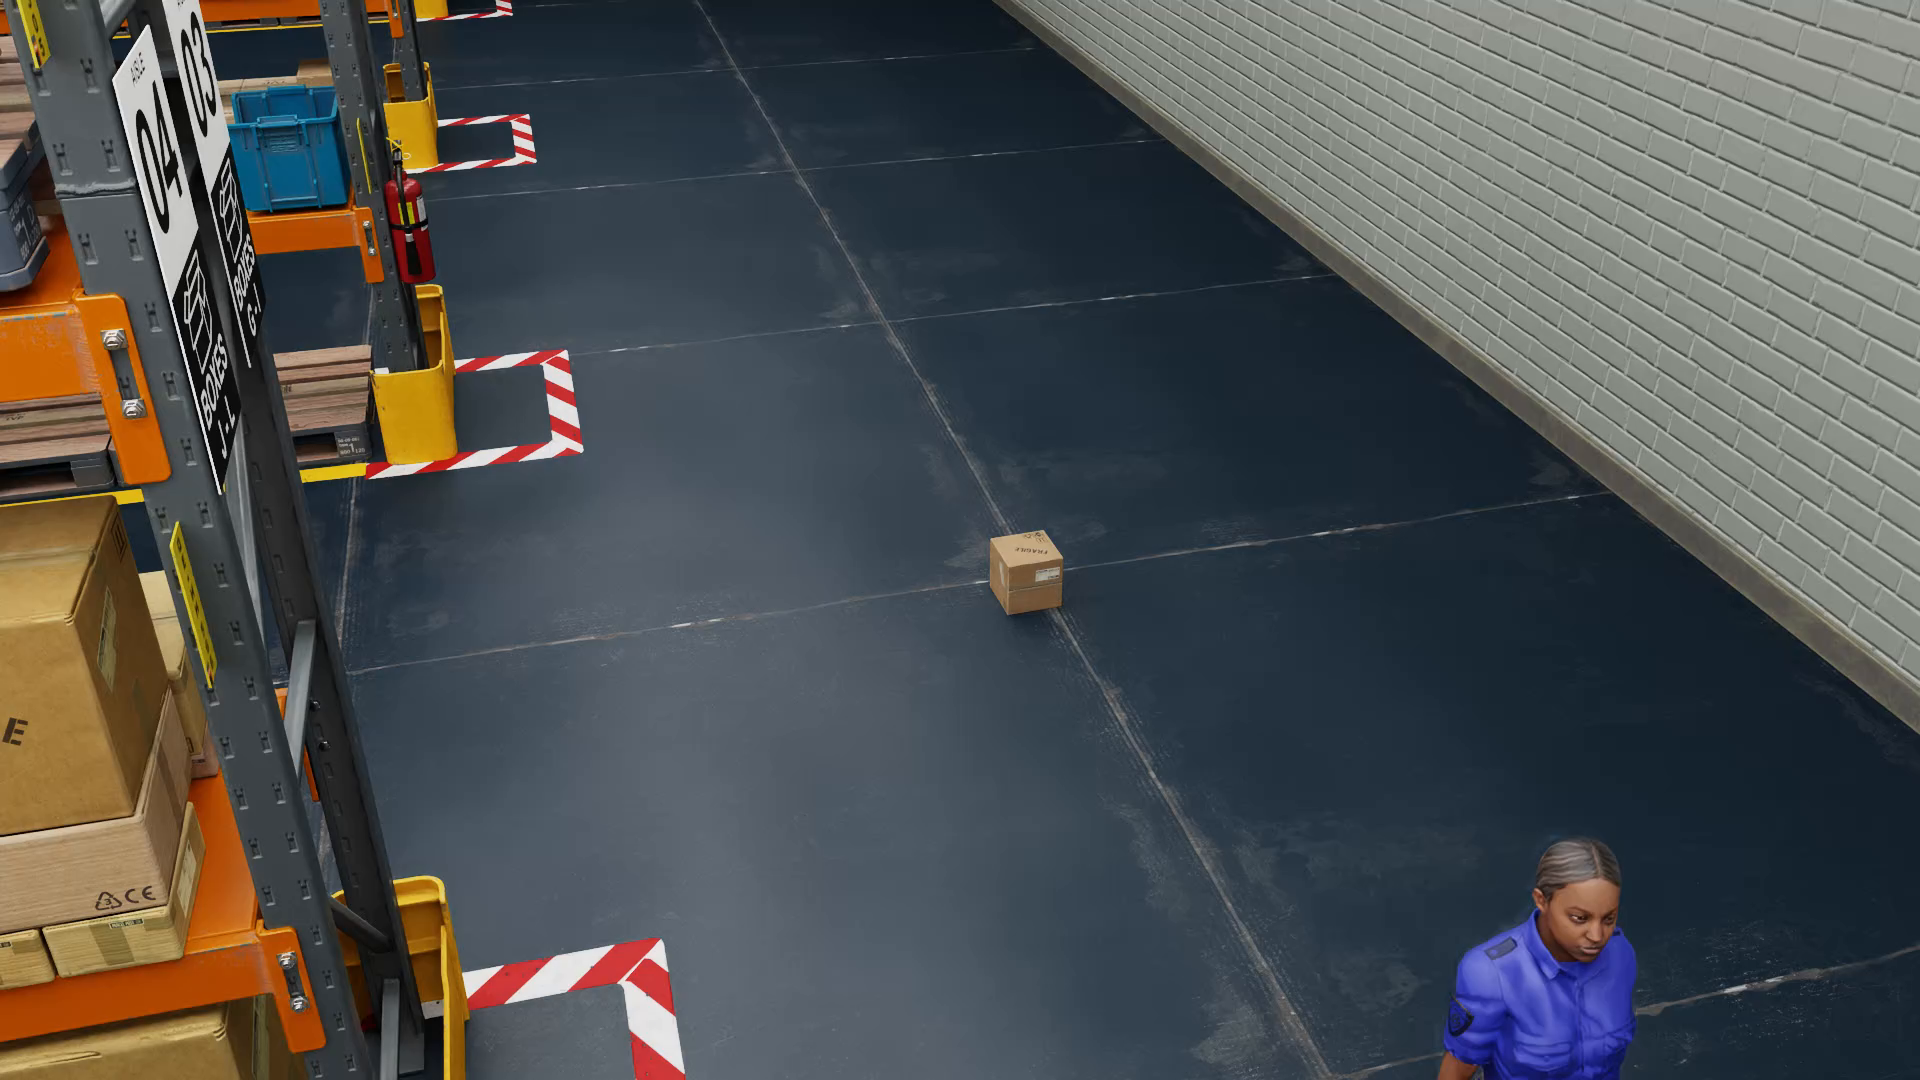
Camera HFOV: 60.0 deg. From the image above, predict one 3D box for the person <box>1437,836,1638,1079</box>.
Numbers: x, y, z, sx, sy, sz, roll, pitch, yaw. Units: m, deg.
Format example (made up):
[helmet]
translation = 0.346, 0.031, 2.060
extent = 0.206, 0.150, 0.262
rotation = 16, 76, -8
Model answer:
[person]
translation = 1.269, 1.341, 3.836
extent = 0.448, 1.628, 0.723
rotation = -6, 31, -11
